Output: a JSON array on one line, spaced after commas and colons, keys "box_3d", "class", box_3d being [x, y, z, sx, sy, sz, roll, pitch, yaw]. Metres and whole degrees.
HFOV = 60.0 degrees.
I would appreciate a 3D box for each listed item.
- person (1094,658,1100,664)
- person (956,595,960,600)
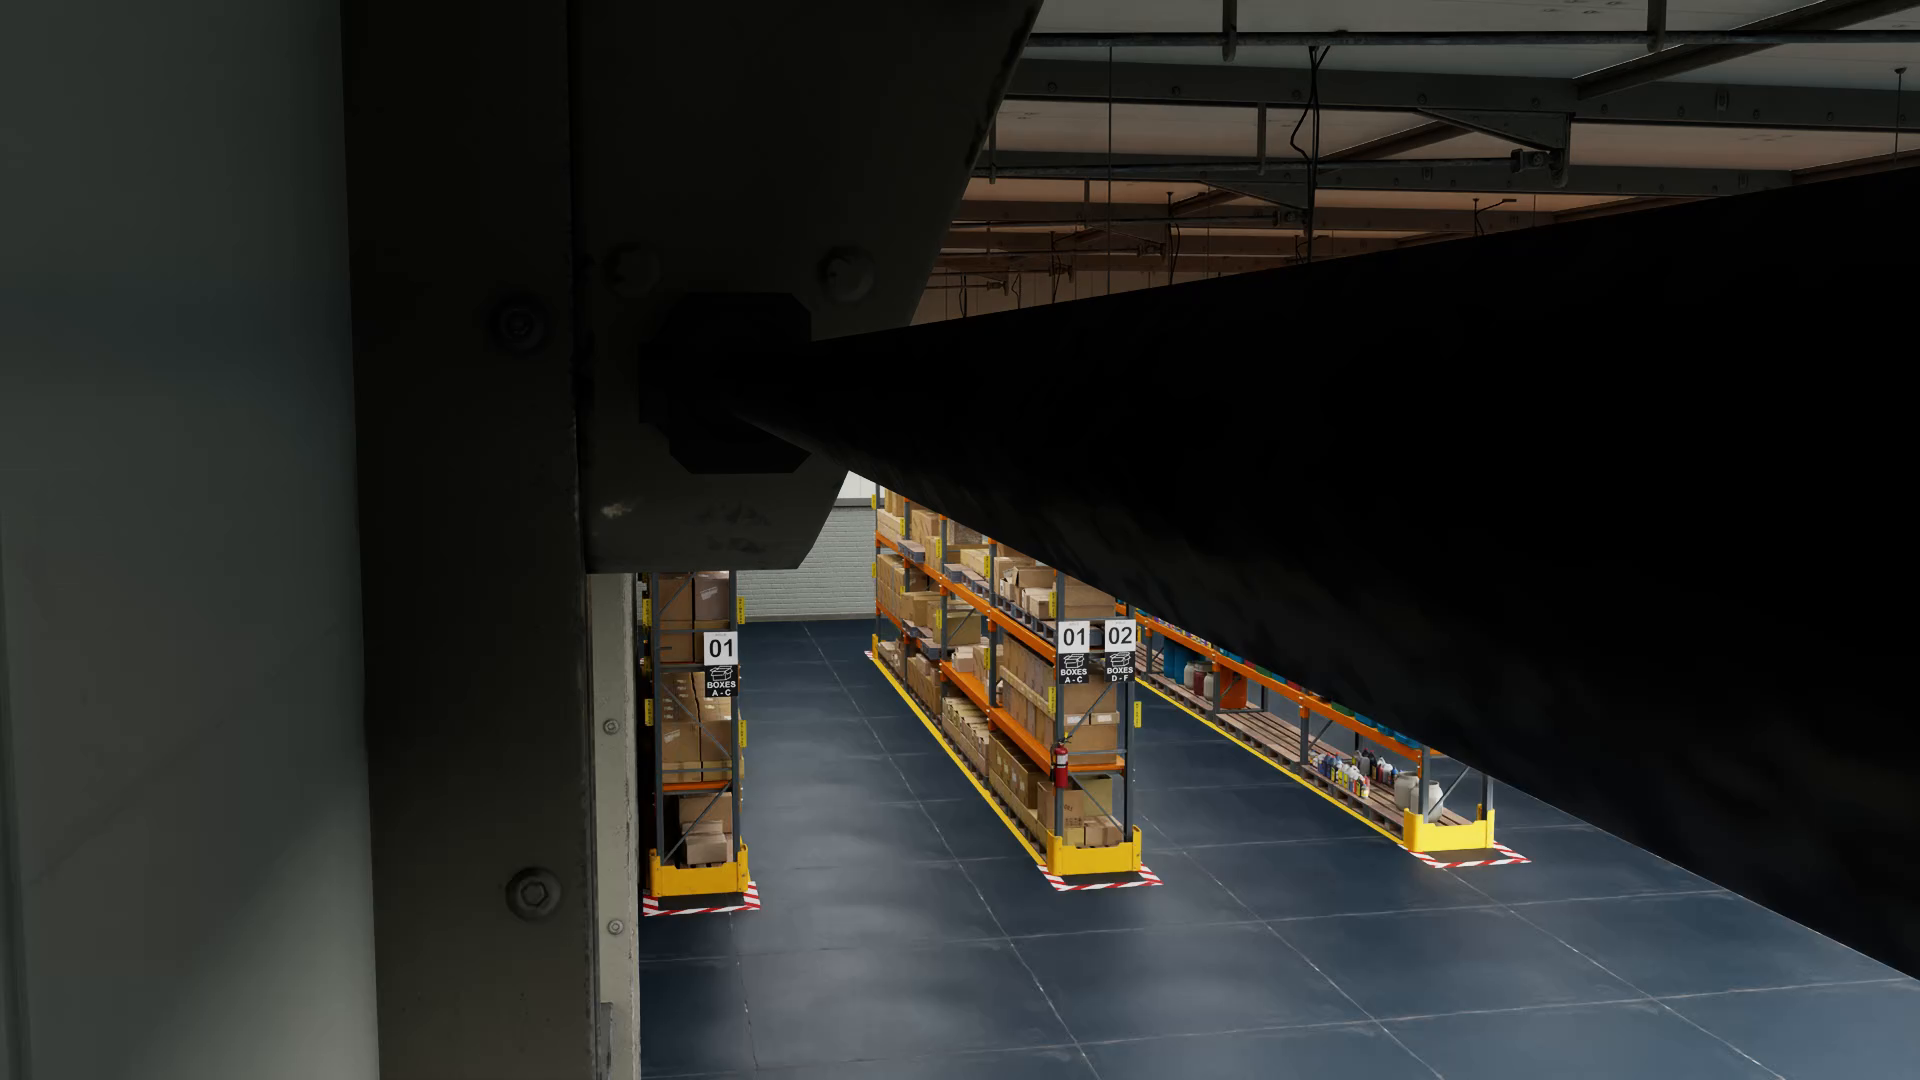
[{"box_3d": [2.766, 2.118, 34.217, 0.621, 1.460, 1.087, 2, 6, 22], "class": "person"}, {"box_3d": [-0.203, 1.604, 37.516, 0.672, 1.823, 0.849, -4, 7, -34], "class": "person"}]
